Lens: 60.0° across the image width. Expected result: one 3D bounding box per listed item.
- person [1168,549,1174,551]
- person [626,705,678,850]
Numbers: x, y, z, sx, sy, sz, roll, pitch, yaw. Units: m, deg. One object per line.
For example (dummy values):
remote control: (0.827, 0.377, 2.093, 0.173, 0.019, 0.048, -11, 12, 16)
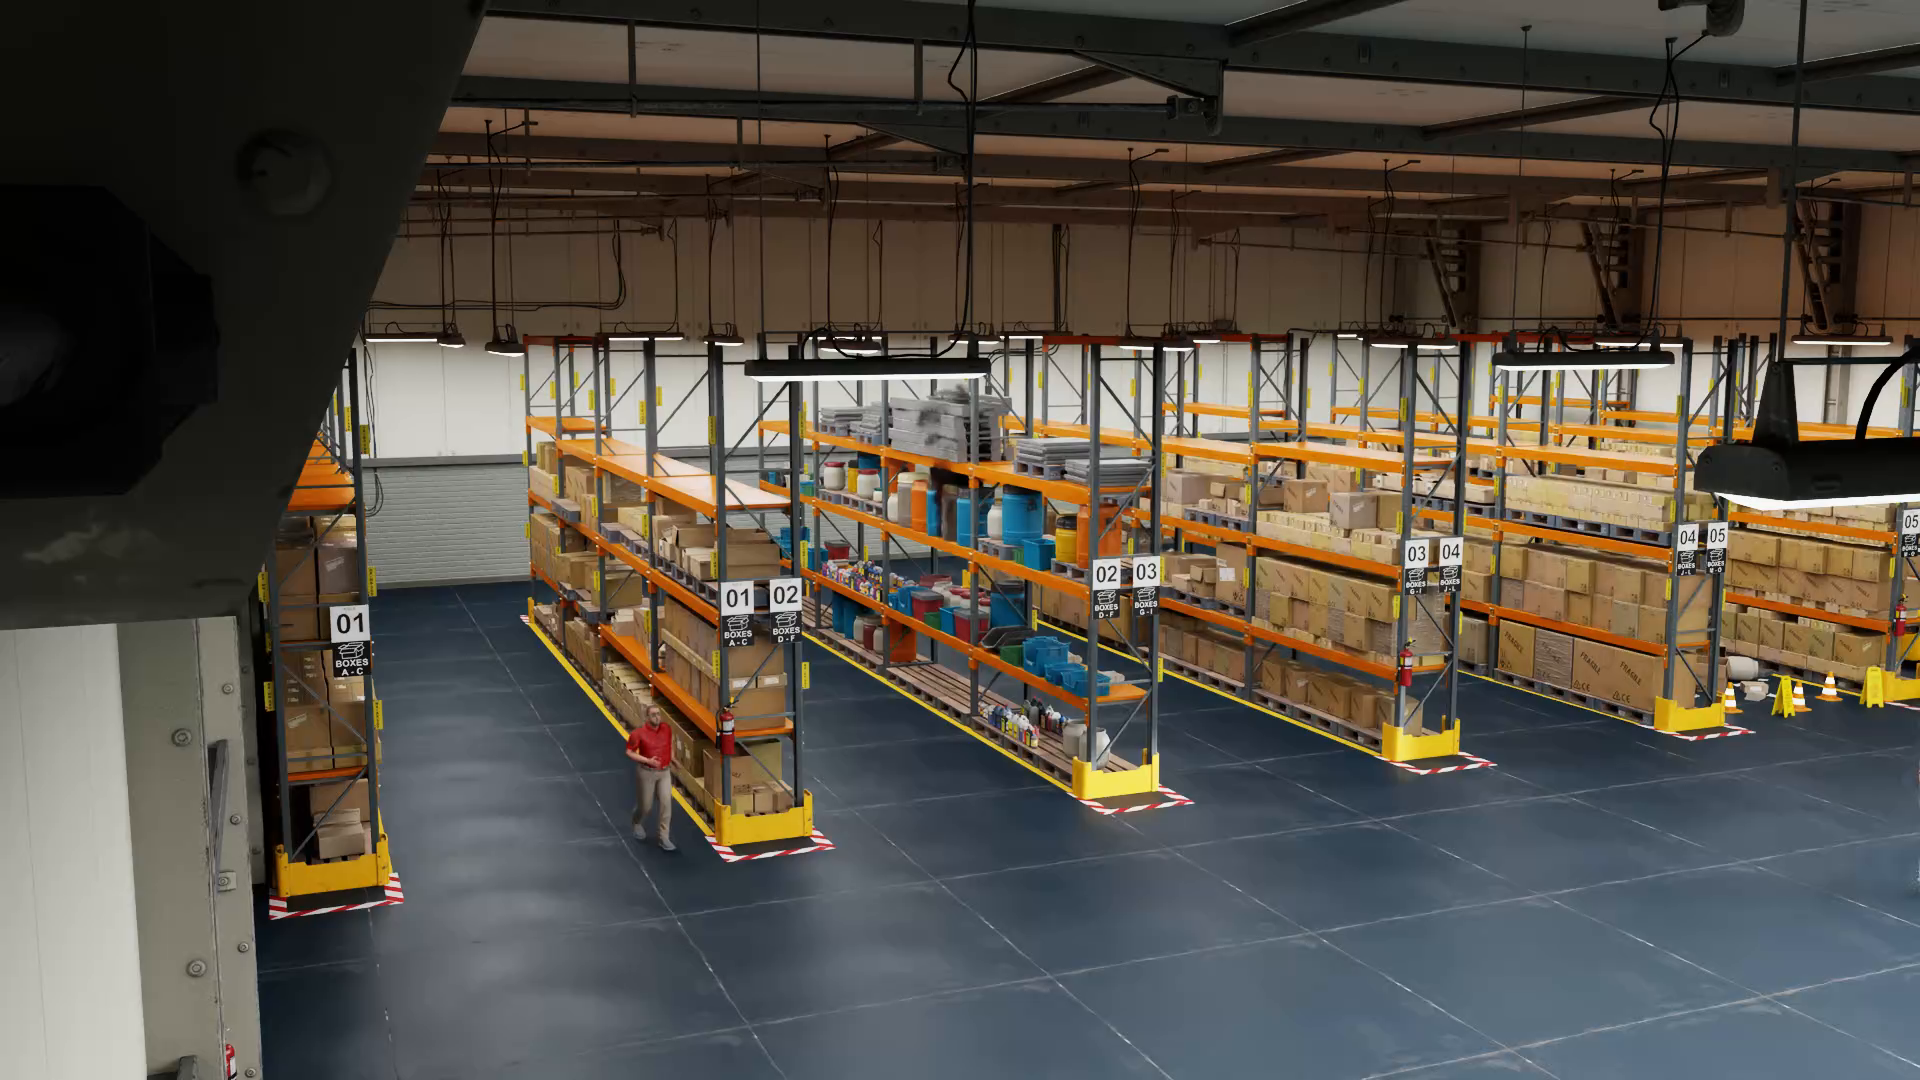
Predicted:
person: (4.274, 0.968, 34.522, 0.609, 1.636, 0.709, -3, 8, -20)
person: (-3.688, 2.816, 19.992, 0.686, 1.700, 0.871, -5, 9, -35)
